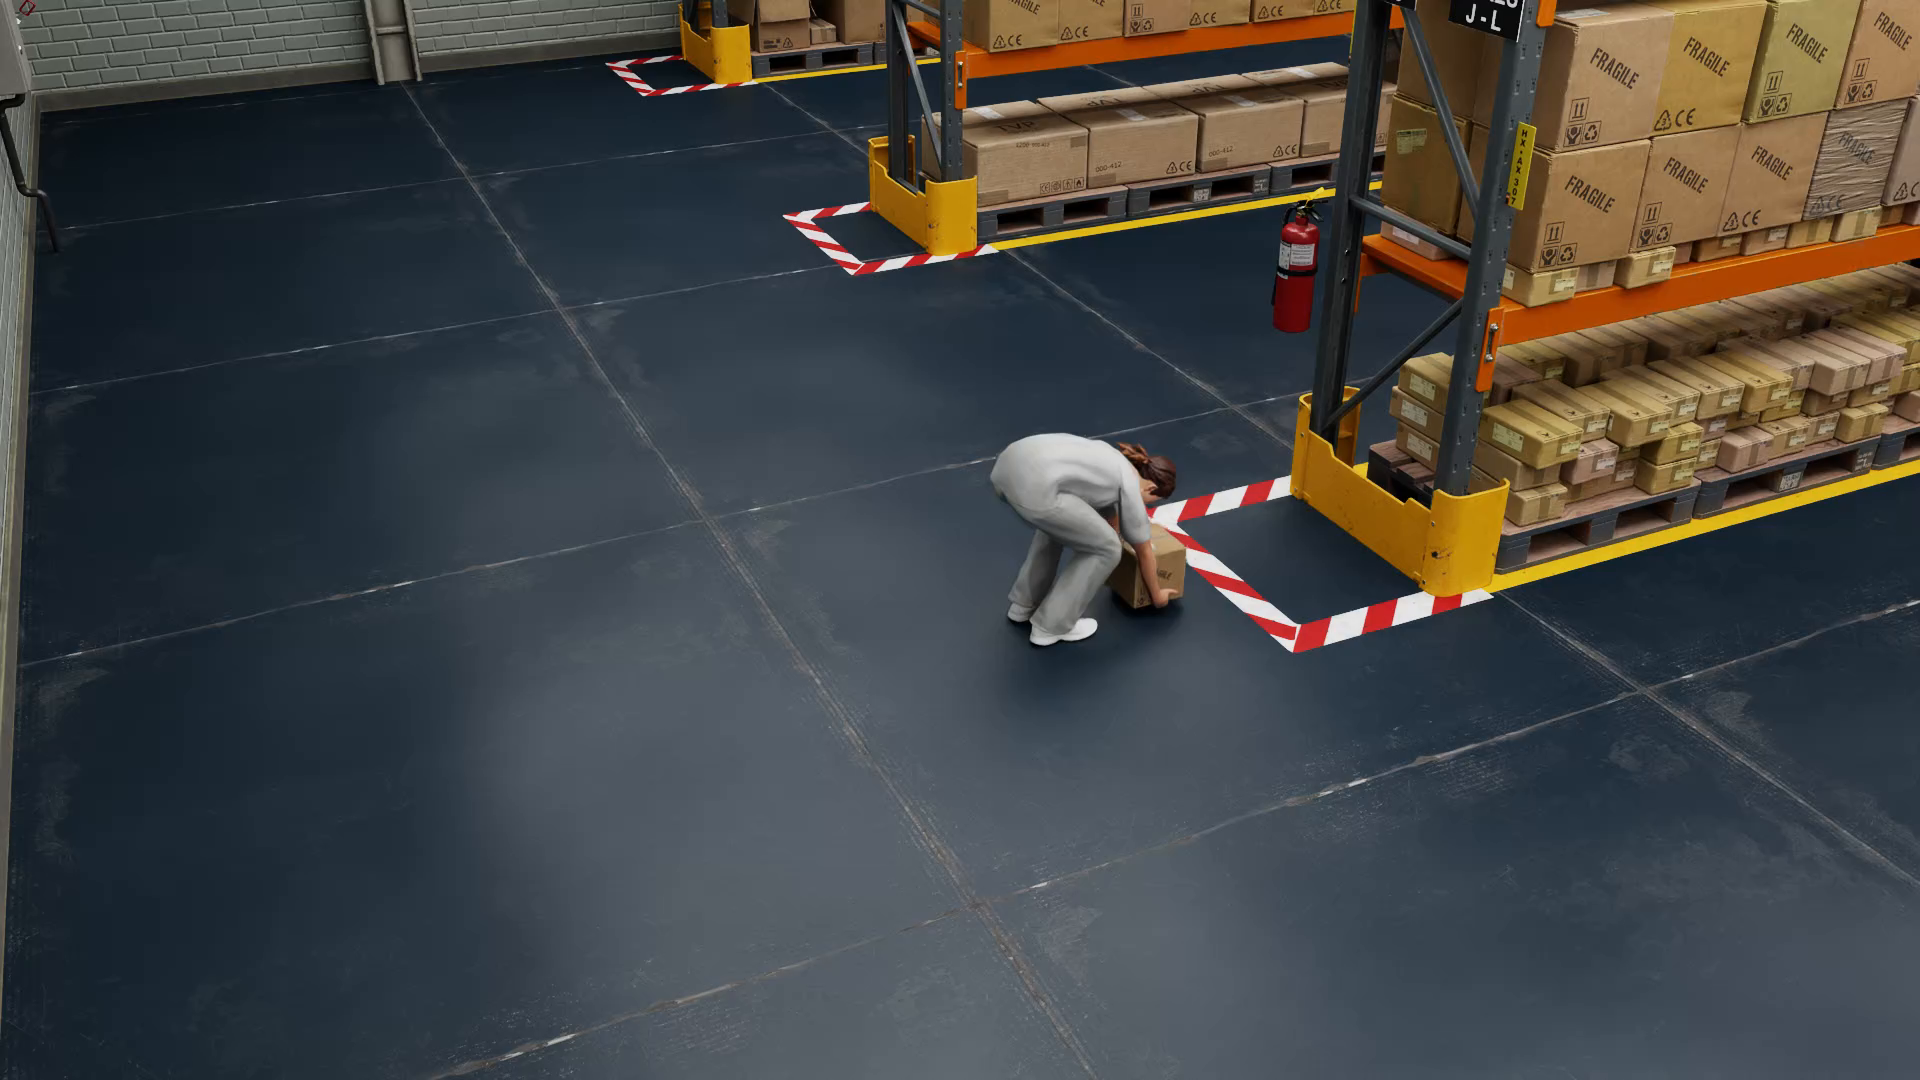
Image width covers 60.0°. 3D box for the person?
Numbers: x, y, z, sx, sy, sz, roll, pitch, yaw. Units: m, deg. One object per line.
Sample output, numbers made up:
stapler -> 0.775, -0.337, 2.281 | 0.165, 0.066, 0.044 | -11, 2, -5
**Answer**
person -> 0.534, -0.038, 7.038 | 0.849, 0.843, 0.471 | -15, 33, -24
